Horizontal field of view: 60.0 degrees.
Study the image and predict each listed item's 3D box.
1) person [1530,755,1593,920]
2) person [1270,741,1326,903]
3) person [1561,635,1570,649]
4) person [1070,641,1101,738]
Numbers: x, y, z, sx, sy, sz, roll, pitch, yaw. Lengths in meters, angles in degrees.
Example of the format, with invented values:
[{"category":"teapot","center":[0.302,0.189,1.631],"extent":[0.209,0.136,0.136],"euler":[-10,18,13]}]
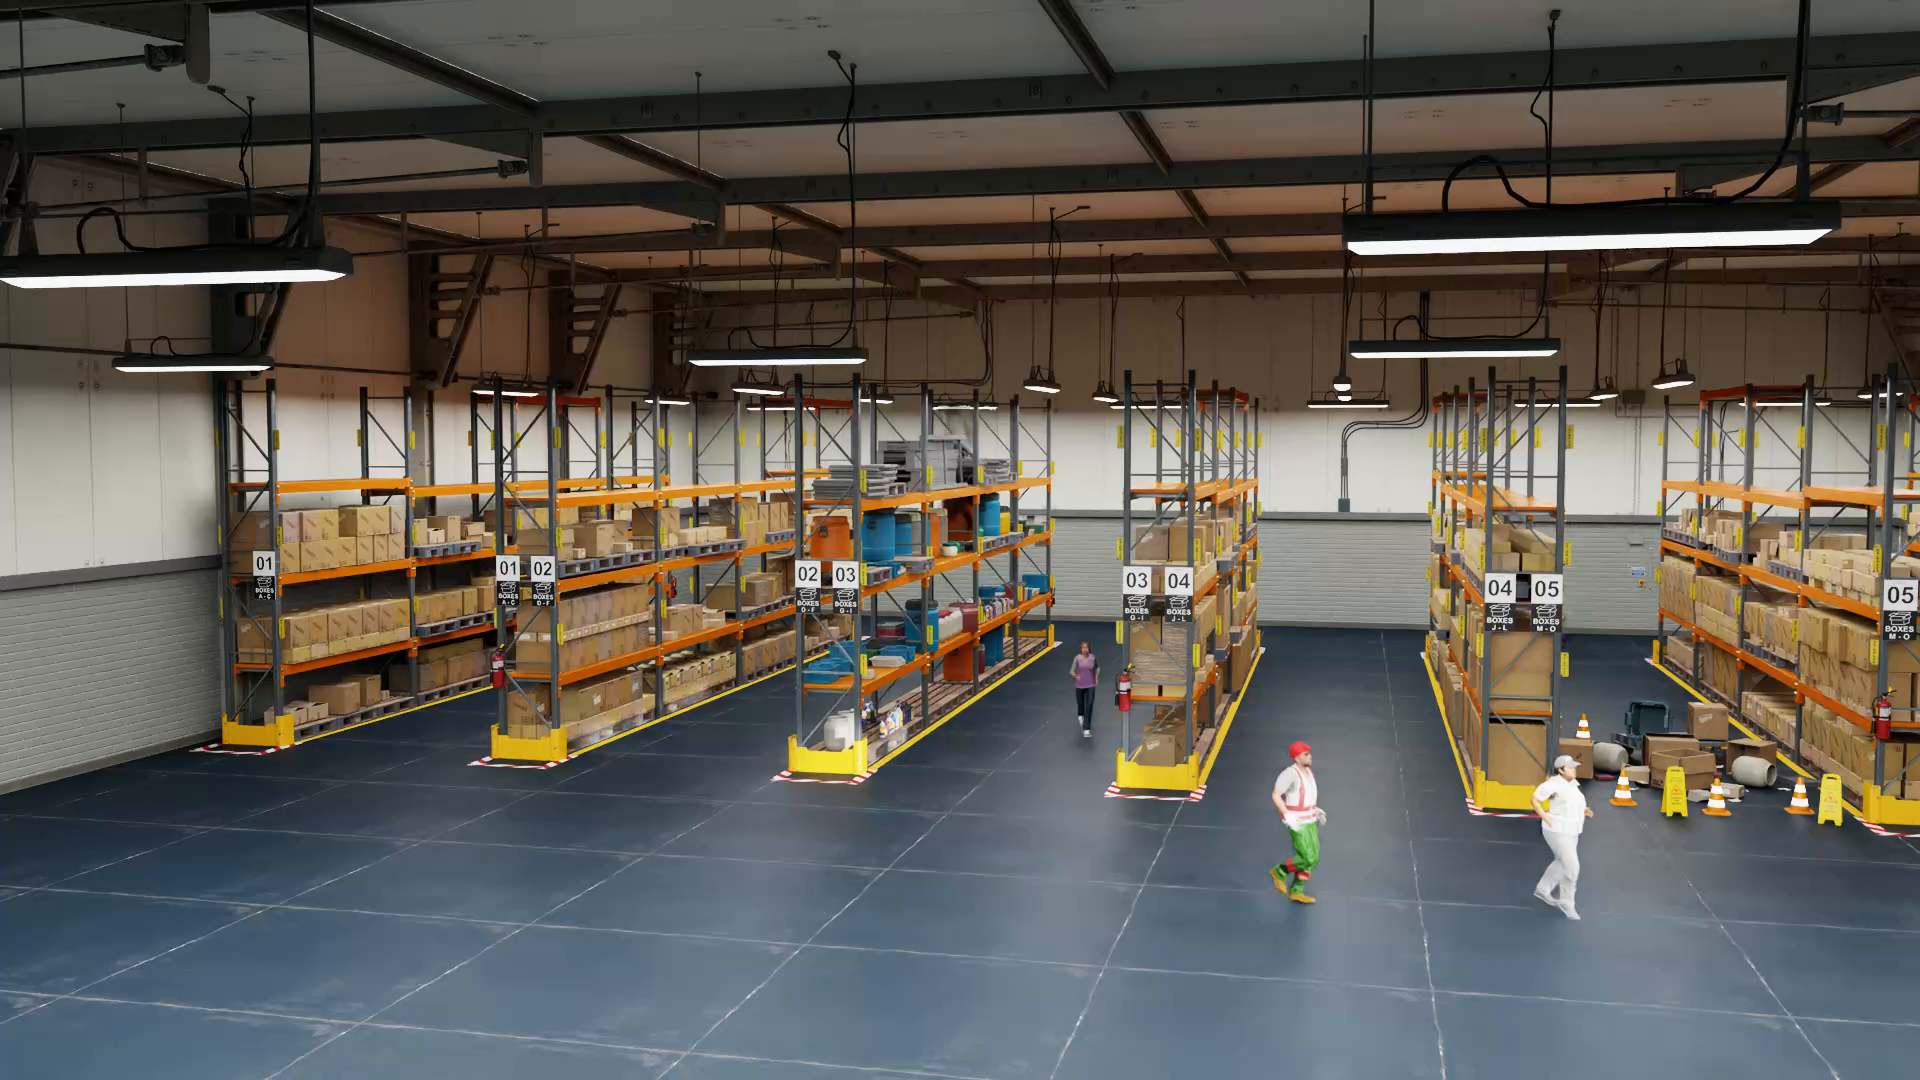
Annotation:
[{"category":"person","center":[6.369,3.135,17.603],"extent":[0.592,1.736,0.671],"euler":[-3,4,-40]},{"category":"person","center":[3.652,3.049,18.024],"extent":[0.548,1.745,0.652],"euler":[3,5,42]},{"category":"person","center":[13.914,1.876,38.917],"extent":[0.726,1.638,0.613],"euler":[1,4,14]},{"category":"person","center":[2.129,2.513,28.232],"extent":[0.538,1.590,0.804],"euler":[0,3,0]}]
